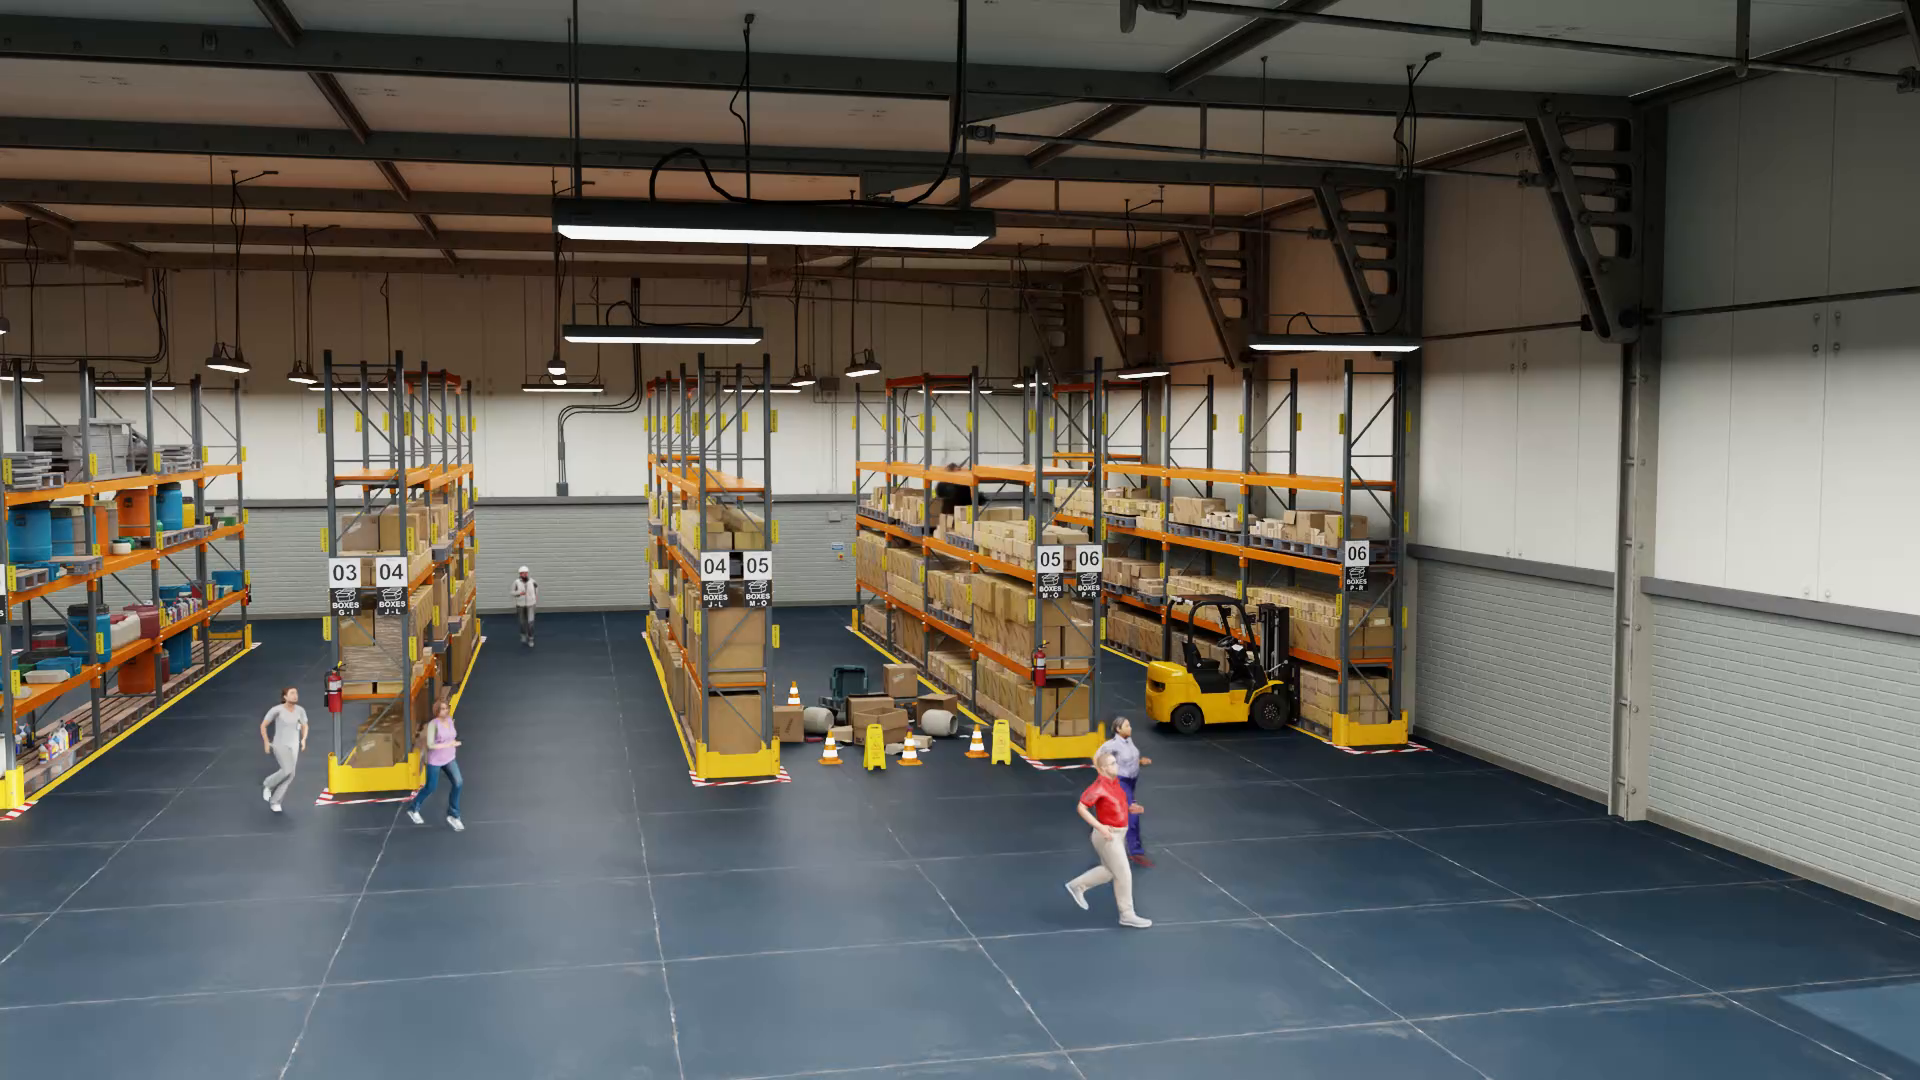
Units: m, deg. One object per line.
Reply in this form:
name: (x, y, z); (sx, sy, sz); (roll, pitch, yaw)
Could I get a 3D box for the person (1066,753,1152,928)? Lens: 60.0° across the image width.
person: (1.479, 2.980, 16.656); (0.943, 1.699, 0.673); (2, 4, 22)

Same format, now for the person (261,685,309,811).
person: (-8.739, 2.695, 21.653); (0.525, 1.595, 0.598); (3, 5, 40)

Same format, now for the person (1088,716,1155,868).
person: (1.842, 2.844, 19.000); (0.895, 1.671, 0.594); (2, 5, 29)

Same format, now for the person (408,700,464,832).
person: (-6.445, 2.775, 20.568); (0.845, 1.633, 0.546); (2, 5, 31)

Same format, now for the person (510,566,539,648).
person: (-9.831, 1.489, 37.570); (0.637, 1.819, 0.831); (-1, 4, -16)
